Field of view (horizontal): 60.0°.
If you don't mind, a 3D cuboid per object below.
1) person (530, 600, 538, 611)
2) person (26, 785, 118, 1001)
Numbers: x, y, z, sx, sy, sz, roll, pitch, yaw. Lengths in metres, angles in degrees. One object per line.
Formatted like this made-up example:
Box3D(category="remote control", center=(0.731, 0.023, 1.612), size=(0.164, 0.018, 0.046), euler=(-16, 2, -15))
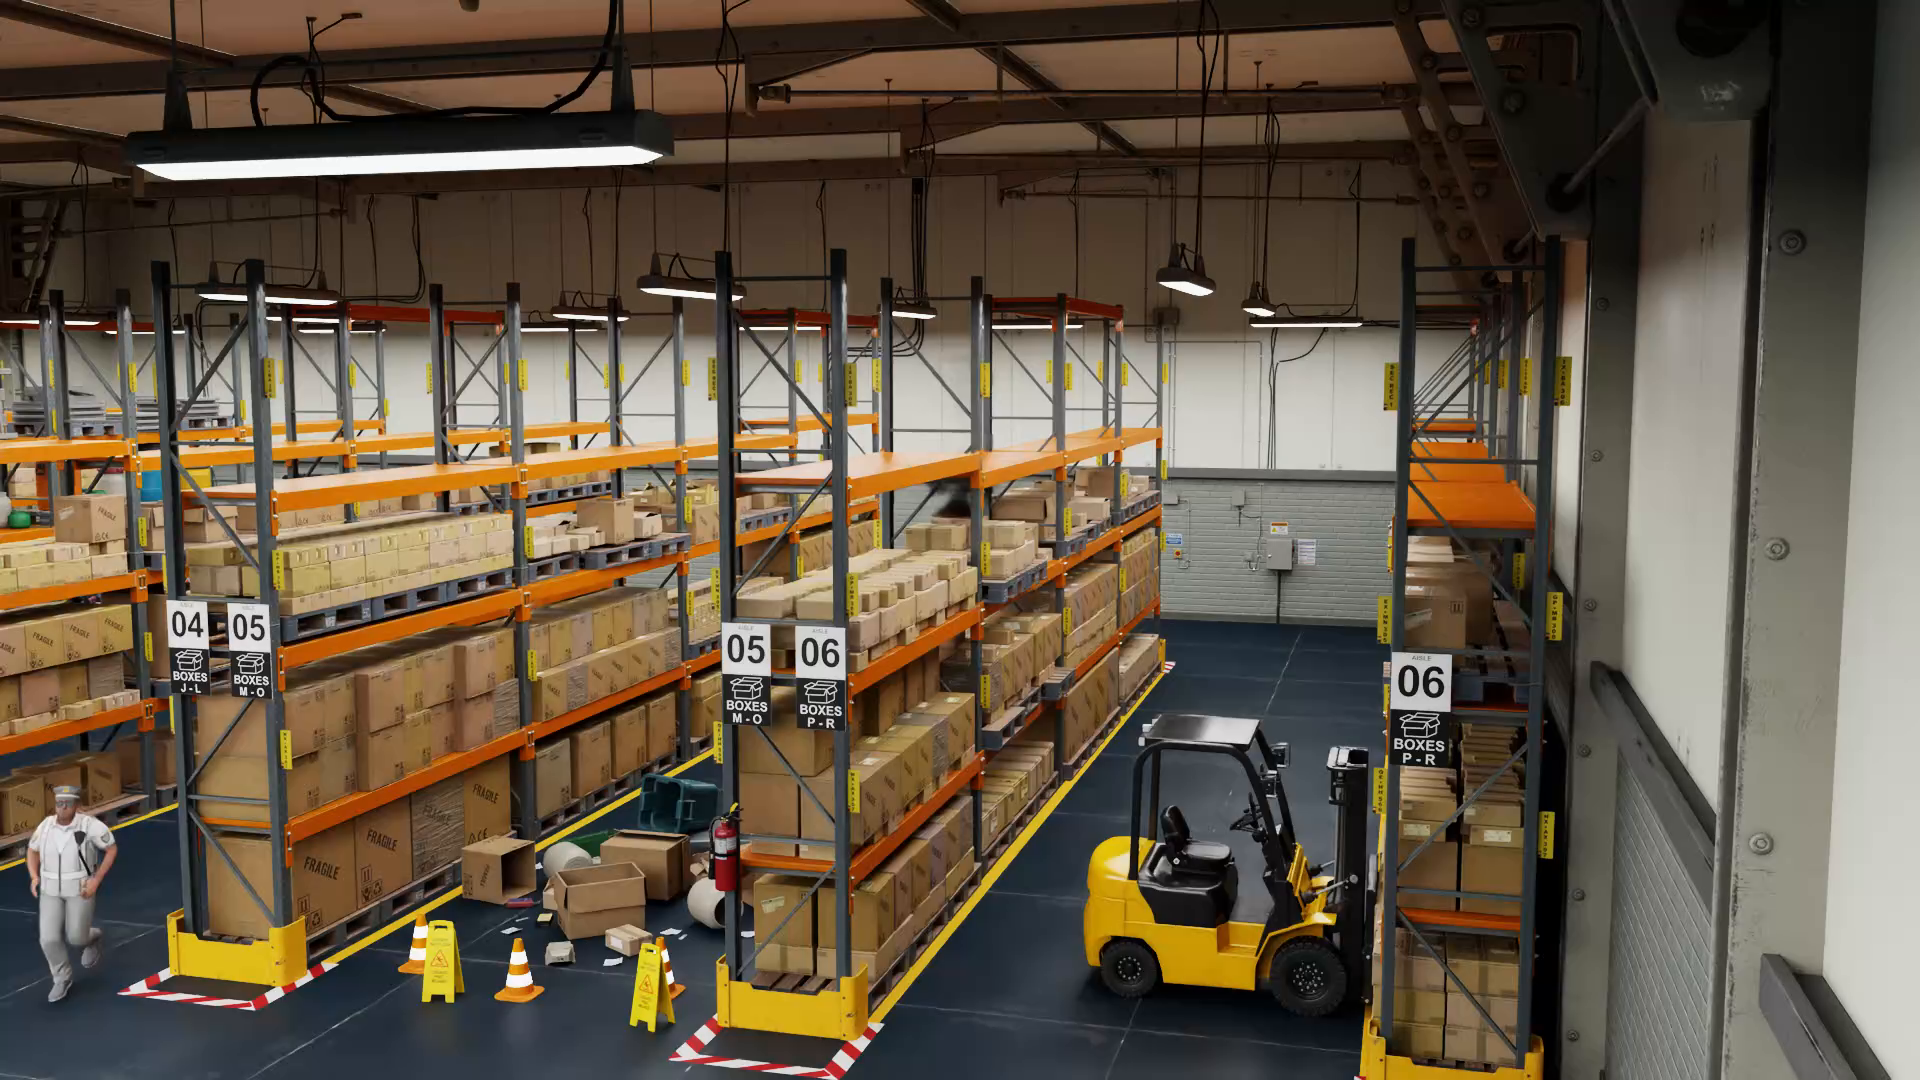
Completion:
Box3D(category="person", center=(-6.398, 1.699, 24.786), size=(0.638, 1.761, 0.706), euler=(1, 6, 12))
Box3D(category="person", center=(-7.367, 2.870, 13.803), size=(0.689, 1.747, 0.697), euler=(-1, 6, -10))
